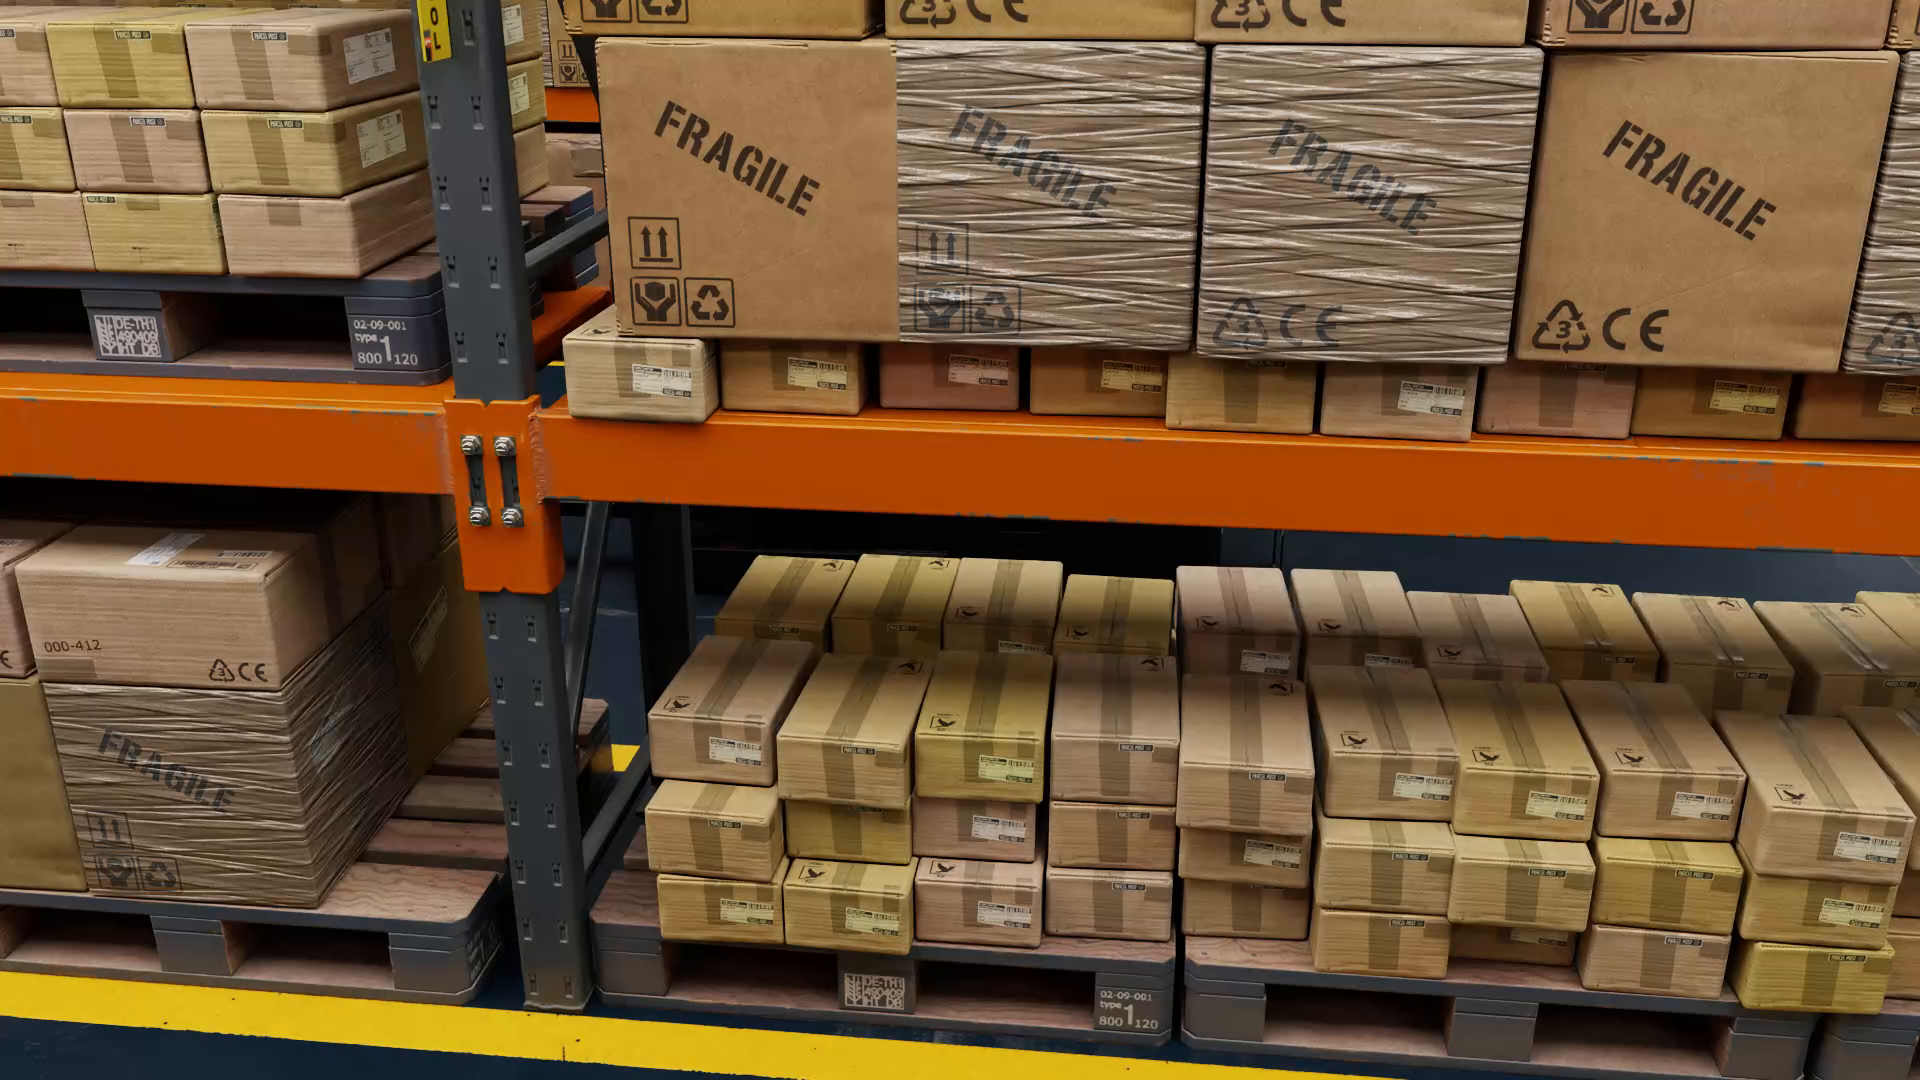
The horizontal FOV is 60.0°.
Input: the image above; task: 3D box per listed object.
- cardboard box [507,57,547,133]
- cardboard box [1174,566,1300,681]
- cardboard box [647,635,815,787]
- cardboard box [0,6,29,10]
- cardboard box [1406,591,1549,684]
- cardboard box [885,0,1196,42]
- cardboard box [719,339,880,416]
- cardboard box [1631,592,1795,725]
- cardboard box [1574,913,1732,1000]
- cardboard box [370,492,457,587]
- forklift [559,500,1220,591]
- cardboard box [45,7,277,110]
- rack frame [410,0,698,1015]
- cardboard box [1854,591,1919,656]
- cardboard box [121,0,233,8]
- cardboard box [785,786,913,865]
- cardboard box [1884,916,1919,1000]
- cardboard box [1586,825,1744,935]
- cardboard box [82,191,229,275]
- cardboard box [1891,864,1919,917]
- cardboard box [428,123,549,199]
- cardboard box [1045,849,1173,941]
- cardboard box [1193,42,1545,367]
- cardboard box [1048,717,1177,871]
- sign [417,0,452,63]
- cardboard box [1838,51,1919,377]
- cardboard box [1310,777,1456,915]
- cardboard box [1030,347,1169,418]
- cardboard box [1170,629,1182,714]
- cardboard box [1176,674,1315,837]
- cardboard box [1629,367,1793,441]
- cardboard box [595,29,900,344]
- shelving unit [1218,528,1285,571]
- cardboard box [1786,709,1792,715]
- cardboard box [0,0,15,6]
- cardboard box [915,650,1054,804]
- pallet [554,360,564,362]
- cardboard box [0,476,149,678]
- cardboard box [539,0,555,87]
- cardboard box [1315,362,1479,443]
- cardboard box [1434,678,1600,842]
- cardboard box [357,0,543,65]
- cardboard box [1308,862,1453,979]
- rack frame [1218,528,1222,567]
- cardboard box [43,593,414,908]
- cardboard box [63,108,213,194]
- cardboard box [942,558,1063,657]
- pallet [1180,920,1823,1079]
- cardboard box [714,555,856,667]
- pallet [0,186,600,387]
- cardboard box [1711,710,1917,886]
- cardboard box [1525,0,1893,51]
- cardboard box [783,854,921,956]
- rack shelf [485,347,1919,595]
[{"bbox_3d":[-1.123,-0.997,3.747,0.250,0.149,0.380,3,22,7],"label":"cardboard box"},{"bbox_3d":[0.633,0.202,3.847,0.250,0.149,0.380,1,22,4],"label":"cardboard box"},{"bbox_3d":[-0.468,0.349,3.474,0.250,0.149,0.380,3,22,8],"label":"cardboard box"},{"bbox_3d":[-1.991,-0.931,3.176,0.250,0.149,0.380,2,22,6],"label":"cardboard box"},{"bbox_3d":[1.136,0.259,3.701,0.250,0.149,0.380,3,22,6],"label":"cardboard box"},{"bbox_3d":[0.150,-1.120,2.791,0.500,0.500,0.500,2,22,5],"label":"cardboard box"},{"bbox_3d":[-0.277,-0.363,3.119,0.250,0.149,0.380,3,22,8],"label":"cardboard box"},{"bbox_3d":[1.653,0.263,3.691,0.250,0.149,0.380,3,22,8],"label":"cardboard box"},{"bbox_3d":[1.344,0.732,3.316,0.250,0.149,0.380,3,22,7],"label":"cardboard box"},{"bbox_3d":[-1.488,-0.105,3.935,0.500,0.250,0.500,2,22,4],"label":"cardboard box"},{"bbox_3d":[-0.627,-1.384,5.454,3.031,2.935,1.130,2,22,5],"label":"forklift"},{"bbox_3d":[-1.474,-0.908,3.117,0.250,0.149,0.380,2,22,5],"label":"cardboard box"},{"bbox_3d":[-0.785,-0.595,3.365,0.127,3.000,1.000,2,22,6],"label":"rack frame"},{"bbox_3d":[2.183,0.259,3.701,0.250,0.149,0.380,2,22,6],"label":"cardboard box"},{"bbox_3d":[-1.654,-1.157,3.748,0.250,0.149,0.380,3,22,7],"label":"cardboard box"},{"bbox_3d":[-0.201,0.508,3.477,0.250,0.149,0.380,3,22,7],"label":"cardboard box"},{"bbox_3d":[1.873,0.739,3.297,0.250,0.149,0.380,3,22,7],"label":"cardboard box"},{"bbox_3d":[1.345,0.594,3.259,0.250,0.149,0.380,4,22,9],"label":"cardboard box"},{"bbox_3d":[-1.461,-0.629,3.223,0.250,0.149,0.380,3,22,7],"label":"cardboard box"},{"bbox_3d":[1.858,0.580,3.294,0.250,0.149,0.380,2,22,6],"label":"cardboard box"},{"bbox_3d":[-1.123,-0.859,3.802,0.250,0.149,0.380,1,22,4],"label":"cardboard box"},{"bbox_3d":[0.313,0.664,3.486,0.250,0.149,0.380,2,22,5],"label":"cardboard box"},{"bbox_3d":[0.665,-0.613,2.869,0.500,0.500,0.500,2,22,5],"label":"cardboard box"},{"bbox_3d":[0.313,0.518,3.452,0.250,0.149,0.380,1,22,4],"label":"cardboard box"},{"bbox_3d":[-0.847,-0.931,2.639,0.005,0.325,0.100,2,22,6],"label":"sign"},{"bbox_3d":[1.695,-0.575,2.774,0.500,0.500,0.500,3,22,6],"label":"cardboard box"},{"bbox_3d":[0.826,0.572,3.314,0.250,0.149,0.380,2,22,6],"label":"cardboard box"},{"bbox_3d":[0.263,-0.356,3.103,0.250,0.149,0.380,2,22,4],"label":"cardboard box"},{"bbox_3d":[0.596,0.357,3.858,0.250,0.149,0.380,3,22,8],"label":"cardboard box"},{"bbox_3d":[0.561,0.420,3.296,0.250,0.149,0.380,3,22,7],"label":"cardboard box"},{"bbox_3d":[1.296,-0.310,2.985,0.250,0.149,0.380,3,22,7],"label":"cardboard box"},{"bbox_3d":[-0.323,-0.667,3.005,0.500,0.500,0.500,2,22,5],"label":"cardboard box"},{"bbox_3d":[0.967,-0.296,5.464,0.210,0.900,0.258,2,22,5],"label":"shelving unit"},{"bbox_3d":[1.936,0.392,3.770,0.250,0.149,0.380,3,22,8],"label":"cardboard box"},{"bbox_3d":[-2.156,-1.180,3.805,0.250,0.149,0.380,2,22,6],"label":"cardboard box"},{"bbox_3d":[0.056,0.376,3.407,0.250,0.149,0.380,2,22,6],"label":"cardboard box"},{"bbox_3d":[-2.091,-1.163,8.593,1.213,0.211,1.003,2,22,6],"label":"pallet"},{"bbox_3d":[-2.064,0.056,3.526,0.500,0.250,0.500,4,22,9],"label":"cardboard box"},{"bbox_3d":[-2.105,-2.436,7.886,0.500,0.500,0.500,3,22,6],"label":"cardboard box"},{"bbox_3d":[0.771,-0.307,2.979,0.250,0.149,0.380,3,22,9],"label":"cardboard box"},{"bbox_3d":[1.081,0.426,3.279,0.250,0.149,0.380,3,22,7],"label":"cardboard box"},{"bbox_3d":[-1.123,-1.135,3.693,0.250,0.149,0.380,4,22,9],"label":"cardboard box"},{"bbox_3d":[0.832,0.710,3.371,0.250,0.149,0.380,2,22,5],"label":"cardboard box"},{"bbox_3d":[0.866,-0.299,5.472,0.006,0.900,0.240,2,22,5],"label":"rack frame"},{"bbox_3d":[-1.550,0.432,3.596,0.500,0.500,0.500,2,22,5],"label":"cardboard box"},{"bbox_3d":[-1.466,-0.768,3.168,0.250,0.149,0.380,3,22,7],"label":"cardboard box"},{"bbox_3d":[0.105,0.184,3.892,0.250,0.149,0.380,2,22,6],"label":"cardboard box"},{"bbox_3d":[1.101,0.770,3.706,1.213,0.211,1.003,2,22,6],"label":"pallet"},{"bbox_3d":[-0.401,0.179,3.904,0.250,0.149,0.380,3,22,8],"label":"cardboard box"},{"bbox_3d":[-1.527,-0.592,3.619,1.213,0.211,1.003,2,22,6],"label":"pallet"},{"bbox_3d":[1.593,0.479,3.145,0.250,0.149,0.380,3,22,8],"label":"cardboard box"},{"bbox_3d":[1.157,-1.064,2.650,0.500,0.500,0.500,2,22,4],"label":"cardboard box"},{"bbox_3d":[-0.197,0.680,3.446,0.250,0.149,0.380,3,22,8],"label":"cardboard box"},{"bbox_3d":[1.201,-0.174,3.279,4.000,0.370,1.077,2,22,6],"label":"rack shelf"}]
